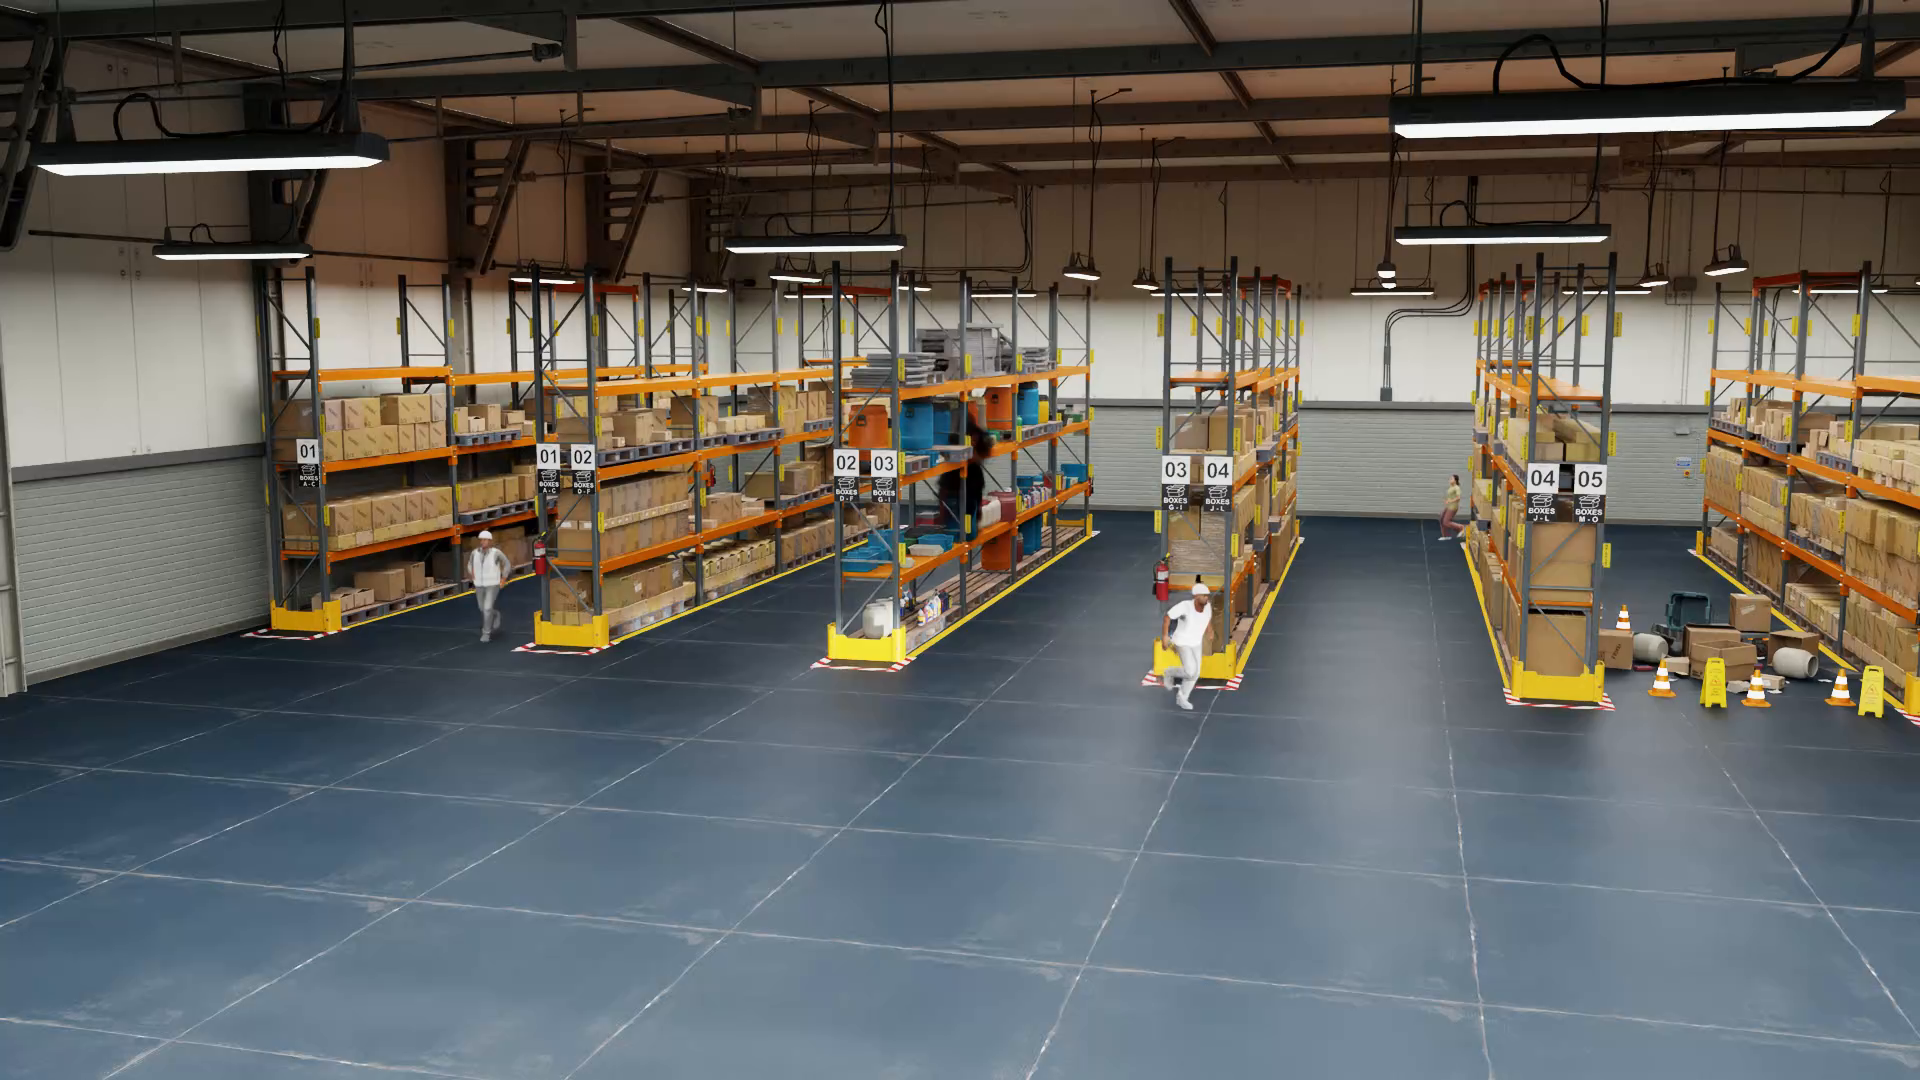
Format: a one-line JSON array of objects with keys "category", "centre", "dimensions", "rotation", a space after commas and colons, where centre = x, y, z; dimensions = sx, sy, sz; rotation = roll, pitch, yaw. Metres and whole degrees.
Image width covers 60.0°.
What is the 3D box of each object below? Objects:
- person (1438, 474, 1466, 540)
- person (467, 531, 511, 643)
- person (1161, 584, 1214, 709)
[{"category": "person", "centre": [11.690, -0.761, 39.339], "dimensions": [0.608, 1.606, 0.593], "rotation": [1, 7, 6]}, {"category": "person", "centre": [-7.660, 0.727, 26.989], "dimensions": [0.697, 1.774, 0.833], "rotation": [1, 7, 10]}, {"category": "person", "centre": [3.028, 1.391, 22.078], "dimensions": [0.691, 1.687, 0.760], "rotation": [-6, 9, -39]}]
